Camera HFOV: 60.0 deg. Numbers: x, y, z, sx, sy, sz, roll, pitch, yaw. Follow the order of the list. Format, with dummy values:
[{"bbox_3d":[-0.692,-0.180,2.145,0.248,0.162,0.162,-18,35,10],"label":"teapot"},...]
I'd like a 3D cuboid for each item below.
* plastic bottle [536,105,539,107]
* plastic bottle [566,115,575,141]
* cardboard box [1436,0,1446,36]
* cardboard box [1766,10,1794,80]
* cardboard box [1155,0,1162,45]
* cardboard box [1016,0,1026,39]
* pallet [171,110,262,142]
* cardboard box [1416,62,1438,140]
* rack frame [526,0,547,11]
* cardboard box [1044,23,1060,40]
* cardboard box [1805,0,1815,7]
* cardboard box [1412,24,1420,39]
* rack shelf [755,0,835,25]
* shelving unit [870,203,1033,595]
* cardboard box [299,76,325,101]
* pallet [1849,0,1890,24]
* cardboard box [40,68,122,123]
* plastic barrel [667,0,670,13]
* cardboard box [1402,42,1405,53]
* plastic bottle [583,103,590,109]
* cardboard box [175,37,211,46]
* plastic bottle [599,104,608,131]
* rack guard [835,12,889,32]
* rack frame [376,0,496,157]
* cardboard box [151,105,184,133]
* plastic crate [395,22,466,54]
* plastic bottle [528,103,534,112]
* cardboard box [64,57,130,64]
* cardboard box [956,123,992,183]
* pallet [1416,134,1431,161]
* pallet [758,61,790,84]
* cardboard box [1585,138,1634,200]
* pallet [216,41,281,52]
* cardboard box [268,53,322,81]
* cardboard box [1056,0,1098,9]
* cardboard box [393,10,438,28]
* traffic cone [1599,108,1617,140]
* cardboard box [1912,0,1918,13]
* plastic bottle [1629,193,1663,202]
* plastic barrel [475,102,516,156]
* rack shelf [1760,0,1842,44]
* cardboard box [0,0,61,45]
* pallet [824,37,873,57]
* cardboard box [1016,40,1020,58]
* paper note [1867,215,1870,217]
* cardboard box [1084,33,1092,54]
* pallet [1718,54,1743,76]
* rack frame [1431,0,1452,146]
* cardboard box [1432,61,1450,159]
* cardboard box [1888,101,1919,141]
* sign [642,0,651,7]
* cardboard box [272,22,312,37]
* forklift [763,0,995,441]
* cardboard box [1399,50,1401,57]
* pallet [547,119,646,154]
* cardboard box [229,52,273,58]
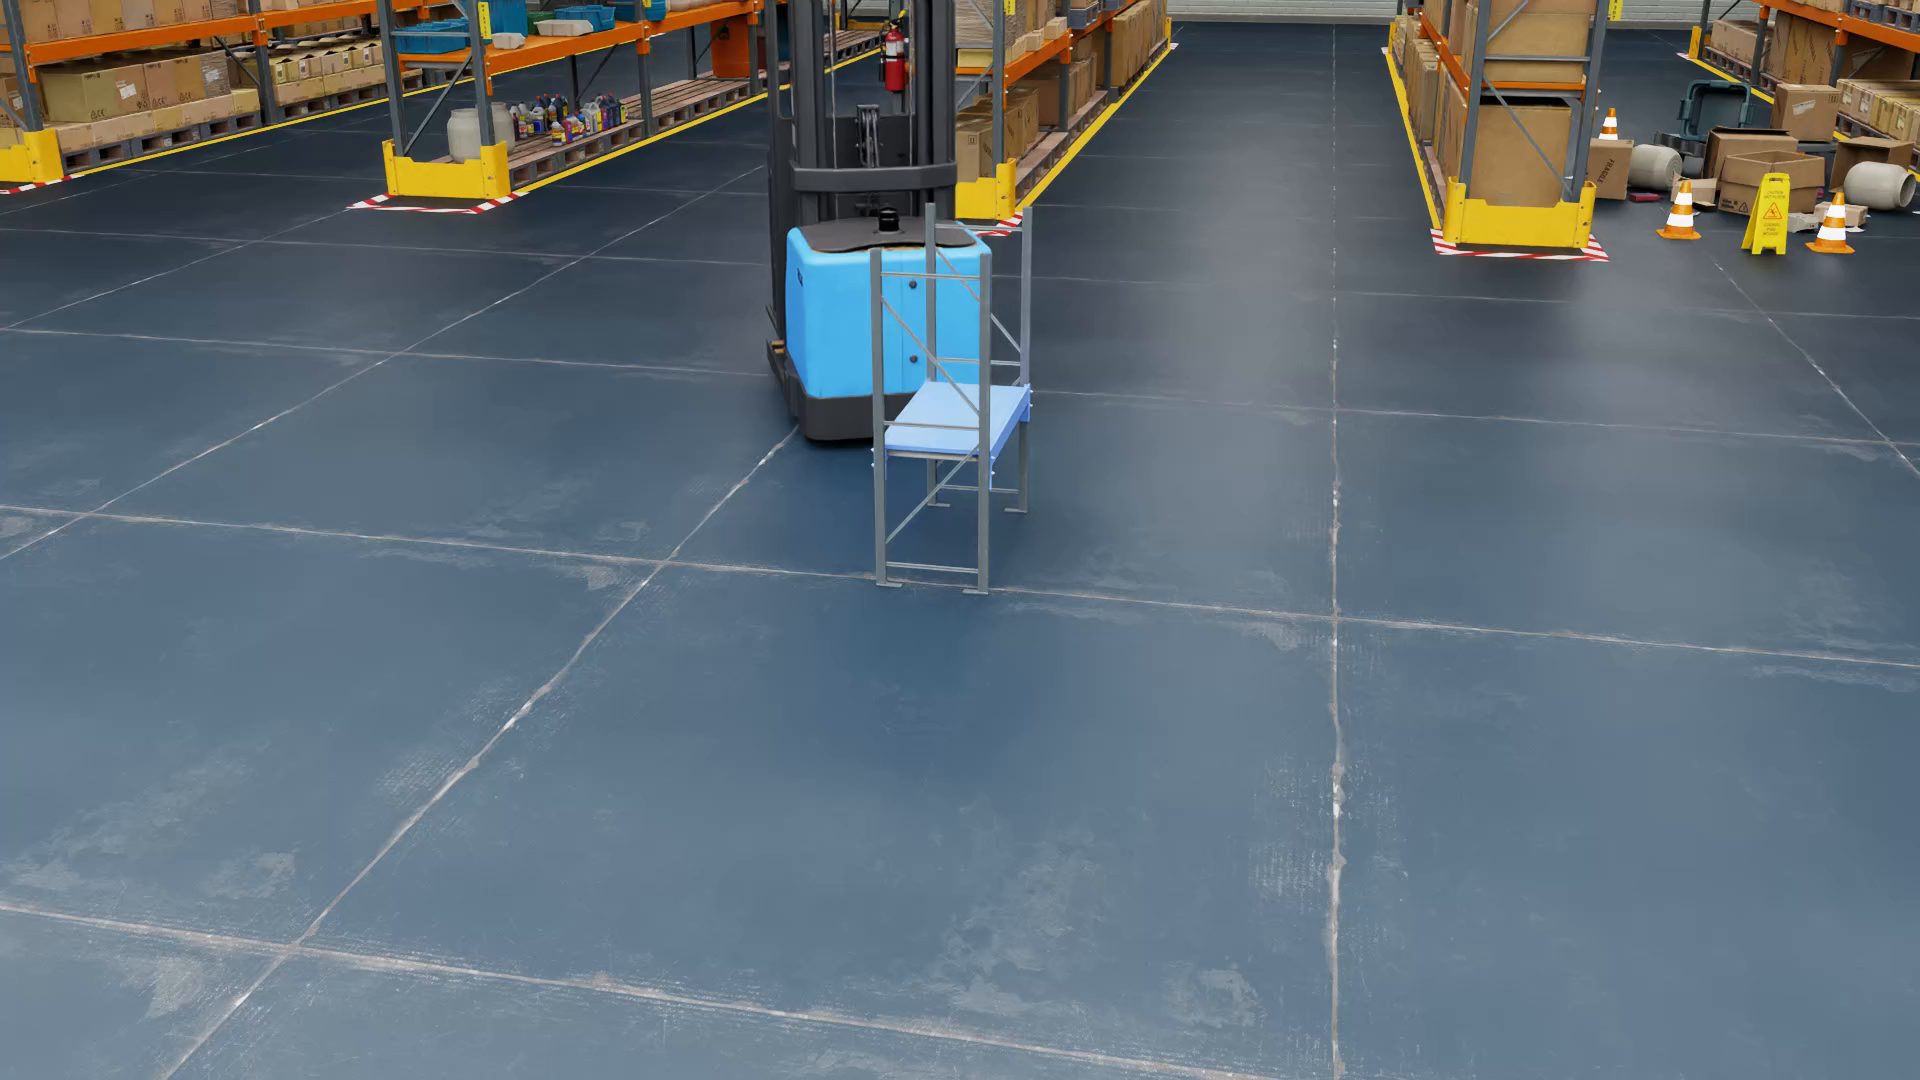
[{"bbox_3d":[-4.740,-4.753,18.703,0.097,0.271,0.097,0,22,0],"label":"plastic bottle"},{"bbox_3d":[-4.209,-4.444,17.936,0.097,0.271,0.097,0,22,0],"label":"plastic bottle"},{"bbox_3d":[5.391,-5.669,17.779,0.500,0.500,0.500,4,22,11],"label":"cardboard box"},{"bbox_3d":[11.997,-6.973,23.433,0.875,0.875,0.875,5,23,13],"label":"cardboard box"},{"bbox_3d":[2.922,-8.851,28.097,0.875,0.875,0.875,4,22,11],"label":"cardboard box"},{"bbox_3d":[0.163,-5.118,16.015,0.875,0.500,0.500,4,22,11],"label":"cardboard box"},{"bbox_3d":[-9.189,-5.001,19.989,1.003,0.211,1.213,4,22,11],"label":"pallet"},{"bbox_3d":[5.585,-4.796,18.196,1.050,0.750,0.750,4,22,11],"label":"cardboard box"},{"bbox_3d":[-7.354,-9.508,27.447,1.000,3.000,0.127,4,22,11],"label":"rack frame"},{"bbox_3d":[0.843,-5.331,17.411,0.380,0.149,0.250,4,22,11],"label":"cardboard box"},{"bbox_3d":[11.285,-7.040,21.518,0.500,0.250,0.500,4,22,10],"label":"cardboard box"},{"bbox_3d":[6.457,-6.897,22.744,0.500,0.250,0.500,5,22,12],"label":"cardboard box"},{"bbox_3d":[-2.913,-8.064,24.825,1.077,0.370,4.000,4,22,11],"label":"rack shelf"},{"bbox_3d":[-0.017,-0.664,7.496,0.538,1.500,1.048,4,22,11],"label":"shelving unit"},{"bbox_3d":[-8.555,-5.817,21.401,0.500,0.250,0.500,5,22,12],"label":"cardboard box"},{"bbox_3d":[11.188,-6.176,19.429,1.213,0.211,1.003,4,22,11],"label":"pallet"},{"bbox_3d":[-9.375,-4.749,17.745,0.500,0.500,0.500,4,22,11],"label":"cardboard box"},{"bbox_3d":[-3.717,-6.612,20.440,0.301,0.262,0.301,0,22,0],"label":"plastic barrel"},{"bbox_3d":[6.932,-7.487,25.283,0.380,0.149,0.250,5,22,12],"label":"cardboard box"},{"bbox_3d":[-4.176,-4.819,18.860,0.152,0.276,0.135,4,22,11],"label":"plastic bottle"},{"bbox_3d":[-12.556,-8.198,26.510,0.750,0.750,0.750,4,22,11],"label":"cardboard box"},{"bbox_3d":[-4.018,-4.757,18.698,0.061,0.283,0.133,6,23,14],"label":"plastic bottle"},{"bbox_3d":[-1.697,-9.443,30.630,1.175,0.500,0.348,4,22,11],"label":"rack guard"},{"bbox_3d":[-4.954,-4.741,15.609,1.000,3.000,0.127,4,22,11],"label":"rack frame"},{"bbox_3d":[-9.167,-4.767,18.792,0.500,0.250,0.500,4,22,11],"label":"cardboard box"},{"bbox_3d":[-5.145,-4.878,16.148,0.499,0.251,0.616,4,22,11],"label":"plastic crate"},{"bbox_3d":[-4.821,-4.758,18.699,0.061,0.283,0.133,5,23,13],"label":"plastic bottle"},{"bbox_3d":[-9.691,-5.155,18.753,0.500,0.500,0.500,4,22,11],"label":"cardboard box"},{"bbox_3d":[0.039,-3.626,15.624,0.500,0.500,0.500,9,24,21],"label":"cardboard box"},{"bbox_3d":[5.630,-4.405,18.510,1.003,0.211,1.213,4,22,11],"label":"pallet"},{"bbox_3d":[-2.950,-7.109,25.223,1.003,0.211,1.213,4,22,11],"label":"pallet"},{"bbox_3d":[6.234,-3.607,16.136,0.500,0.500,0.500,8,23,20],"label":"cardboard box"},{"bbox_3d":[-12.287,-8.303,28.188,1.003,0.211,1.213,4,22,11],"label":"pallet"},{"bbox_3d":[-8.550,-6.077,21.295,0.500,0.311,0.500,4,22,10],"label":"cardboard box"},{"bbox_3d":[1.010,-6.579,18.809,1.000,1.000,1.000,5,22,11],"label":"cardboard box"},{"bbox_3d":[-8.201,-7.819,25.005,0.500,0.250,0.500,5,23,13],"label":"cardboard box"},{"bbox_3d":[7.298,-4.610,18.680,0.336,0.463,0.334,4,22,11],"label":"traffic cone"},{"bbox_3d":[10.470,-5.730,17.840,0.380,0.149,0.250,4,22,11],"label":"cardboard box"},{"bbox_3d":[6.572,-3.281,15.918,0.283,0.061,0.133,-3,22,-8],"label":"plastic bottle"},{"bbox_3d":[-4.792,-4.211,17.063,0.421,0.512,0.421,0,22,0],"label":"plastic barrel"},{"bbox_3d":[11.637,-6.931,22.011,1.077,0.370,4.000,4,22,11],"label":"rack shelf"},{"bbox_3d":[-9.694,-5.336,16.953,0.700,0.500,0.500,4,22,11],"label":"cardboard box"},{"bbox_3d":[-2.146,-8.555,28.814,1.003,0.211,1.213,4,22,11],"label":"pallet"},{"bbox_3d":[0.353,-4.606,15.611,0.380,0.149,0.250,4,22,11],"label":"cardboard box"},{"bbox_3d":[8.299,-2.971,15.216,0.032,0.001,0.123,4,22,11],"label":"paper note"},{"bbox_3d":[1.420,-6.434,21.567,0.500,0.250,0.500,5,23,13],"label":"cardboard box"},{"bbox_3d":[12.524,-7.422,26.001,1.003,0.211,1.213,4,22,11],"label":"pallet"},{"bbox_3d":[5.546,-5.411,17.274,1.000,3.000,0.127,4,22,11],"label":"rack frame"},{"bbox_3d":[5.349,-4.395,17.034,0.875,0.875,0.875,5,22,12],"label":"cardboard box"},{"bbox_3d":[10.661,-4.502,17.971,0.950,0.372,0.625,6,23,14],"label":"cardboard box"},{"bbox_3d":[-3.601,-6.286,19.076,0.100,0.325,0.005,4,22,11],"label":"sign"},{"bbox_3d":[-11.951,-9.186,29.430,0.700,0.500,0.500,5,22,12],"label":"cardboard box"},{"bbox_3d":[-0.619,-2.417,9.931,1.130,2.935,3.031,-5,22,-11],"label":"forklift"},{"bbox_3d":[7.051,-7.569,25.885,0.380,0.149,0.250,4,22,9],"label":"cardboard box"},{"bbox_3d":[-4.315,-4.668,19.161,1.003,0.211,1.213,4,22,11],"label":"pallet"},{"bbox_3d":[-9.084,-6.123,21.409,0.500,0.311,0.500,5,22,12],"label":"cardboard box"}]
